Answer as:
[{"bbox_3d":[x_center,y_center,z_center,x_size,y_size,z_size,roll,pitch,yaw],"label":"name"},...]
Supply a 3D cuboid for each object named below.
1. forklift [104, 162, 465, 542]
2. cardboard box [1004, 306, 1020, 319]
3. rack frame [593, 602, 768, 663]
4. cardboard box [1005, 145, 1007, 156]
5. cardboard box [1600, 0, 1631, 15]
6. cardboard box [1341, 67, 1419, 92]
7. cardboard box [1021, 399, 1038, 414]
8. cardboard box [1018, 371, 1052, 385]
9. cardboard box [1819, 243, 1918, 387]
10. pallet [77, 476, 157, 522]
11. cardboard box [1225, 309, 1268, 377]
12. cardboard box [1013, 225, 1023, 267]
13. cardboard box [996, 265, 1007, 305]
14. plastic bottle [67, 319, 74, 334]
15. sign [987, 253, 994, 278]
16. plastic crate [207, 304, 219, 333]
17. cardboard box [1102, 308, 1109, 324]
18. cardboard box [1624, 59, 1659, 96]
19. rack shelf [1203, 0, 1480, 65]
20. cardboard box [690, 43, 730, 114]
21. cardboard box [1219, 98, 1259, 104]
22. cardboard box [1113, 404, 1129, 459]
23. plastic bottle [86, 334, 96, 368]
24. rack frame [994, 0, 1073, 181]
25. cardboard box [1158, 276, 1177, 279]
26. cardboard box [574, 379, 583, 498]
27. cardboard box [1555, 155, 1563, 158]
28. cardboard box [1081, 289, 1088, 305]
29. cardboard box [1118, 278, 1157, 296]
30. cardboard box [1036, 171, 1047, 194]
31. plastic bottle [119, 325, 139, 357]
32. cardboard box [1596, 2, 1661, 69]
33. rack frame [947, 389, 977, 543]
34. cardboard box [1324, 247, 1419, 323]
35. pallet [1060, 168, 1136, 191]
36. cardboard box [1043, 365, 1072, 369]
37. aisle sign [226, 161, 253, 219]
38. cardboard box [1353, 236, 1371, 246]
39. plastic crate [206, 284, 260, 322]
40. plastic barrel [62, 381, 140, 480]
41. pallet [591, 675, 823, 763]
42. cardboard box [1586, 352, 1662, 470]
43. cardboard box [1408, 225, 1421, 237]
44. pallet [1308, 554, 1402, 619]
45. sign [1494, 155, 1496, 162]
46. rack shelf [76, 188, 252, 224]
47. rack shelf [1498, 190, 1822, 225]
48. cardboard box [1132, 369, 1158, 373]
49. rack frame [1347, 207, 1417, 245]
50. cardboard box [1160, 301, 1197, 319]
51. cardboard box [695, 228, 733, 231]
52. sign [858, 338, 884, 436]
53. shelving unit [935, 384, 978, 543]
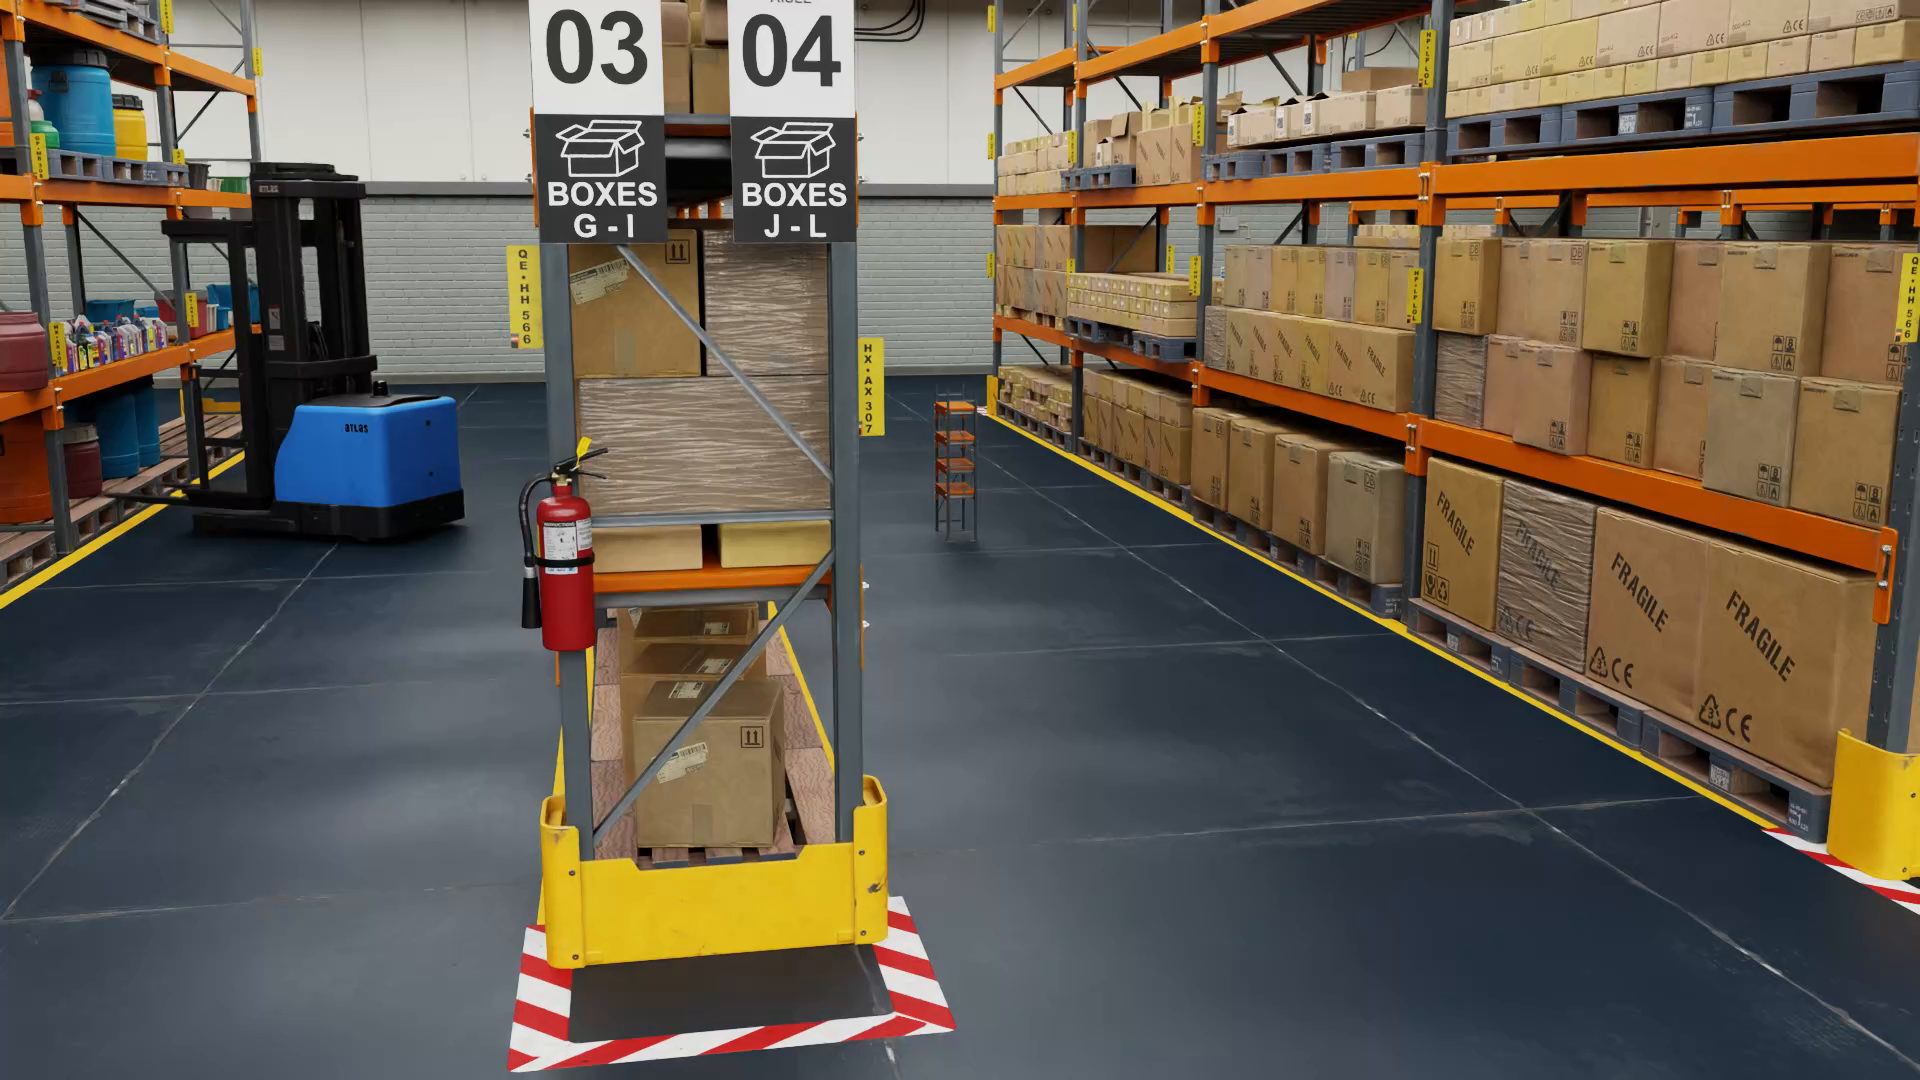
[{"bbox_3d":[-5.676,-1.566,13.587,3.031,2.935,1.130,4,11,19],"label":"forklift"},{"bbox_3d":[0.769,-2.870,20.926,0.380,0.149,0.250,-2,11,-13],"label":"cardboard box"},{"bbox_3d":[-1.613,-0.799,9.370,1.000,3.000,0.127,-2,11,-11],"label":"rack frame"},{"bbox_3d":[0.777,-4.935,21.078,0.380,0.149,0.250,-2,11,-11],"label":"cardboard box"},{"bbox_3d":[3.305,-2.600,7.959,0.380,0.149,0.250,-2,11,-11],"label":"cardboard box"},{"bbox_3d":[3.106,-3.164,12.115,0.500,0.500,0.500,-2,11,-11],"label":"cardboard box"},{"bbox_3d":[0.960,-1.626,20.219,0.380,0.149,0.250,-3,11,-14],"label":"cardboard box"},{"bbox_3d":[0.931,-2.011,20.653,0.380,0.149,0.250,-3,11,-14],"label":"cardboard box"},{"bbox_3d":[4.015,-0.900,6.616,0.875,0.550,0.550,-2,11,-11],"label":"cardboard box"},{"bbox_3d":[-7.678,-0.349,14.464,1.003,0.211,1.213,-2,11,-11],"label":"pallet"},{"bbox_3d":[2.418,-1.558,13.092,0.500,0.500,0.500,-2,11,-12],"label":"cardboard box"},{"bbox_3d":[0.948,-3.567,20.179,0.500,0.500,0.500,-2,11,-12],"label":"cardboard box"},{"bbox_3d":[0.754,-3.264,21.261,0.500,0.500,0.500,-2,11,-8],"label":"cardboard box"},{"bbox_3d":[-8.349,-1.921,15.580,0.061,0.283,0.133,-2,11,-11],"label":"plastic bottle"},{"bbox_3d":[0.405,-3.567,21.599,0.100,0.325,0.005,-2,11,-11],"label":"sign"},{"bbox_3d":[-8.144,-2.344,17.645,0.437,0.282,0.530,-2,11,-11],"label":"plastic crate"},{"bbox_3d":[1.600,-2.182,16.189,0.380,0.149,0.250,-2,11,-12],"label":"cardboard box"},{"bbox_3d":[3.356,-2.161,7.786,0.380,0.149,0.250,-2,11,-10],"label":"cardboard box"},{"bbox_3d":[2.883,-3.725,11.691,1.077,0.370,4.000,-2,11,-11],"label":"rack shelf"},{"bbox_3d":[-0.676,-1.563,5.763,0.500,0.250,0.500,-2,11,-9],"label":"cardboard box"},{"bbox_3d":[2.497,-3.817,14.891,0.396,0.266,0.258,-2,11,-11],"label":"cardboard box"},{"bbox_3d":[1.819,-1.068,16.349,0.500,0.500,0.500,-2,11,-10],"label":"cardboard box"},{"bbox_3d":[-7.173,-1.554,13.683,0.097,0.271,0.097,0,11,0],"label":"plastic bottle"},{"bbox_3d":[0.938,-6.108,21.223,1.000,3.000,0.127,-2,11,-11],"label":"rack frame"},{"bbox_3d":[2.182,-2.546,16.510,0.380,0.149,0.250,-2,11,-13],"label":"cardboard box"},{"bbox_3d":[-1.130,-0.449,6.473,0.875,0.500,0.500,-2,11,-11],"label":"cardboard box"},{"bbox_3d":[6.454,-3.947,17.388,0.380,0.166,0.250,-3,11,-15],"label":"cardboard box"},{"bbox_3d":[1.444,-2.473,16.920,0.380,0.149,0.250,-2,11,-10],"label":"cardboard box"},{"bbox_3d":[1.699,-2.380,15.635,0.380,0.149,0.250,-2,11,-8],"label":"cardboard box"},{"bbox_3d":[1.170,-4.093,19.057,0.500,0.250,0.500,-2,11,-12],"label":"cardboard box"},{"bbox_3d":[-7.439,-1.780,14.859,0.152,0.276,0.135,-2,11,-11],"label":"plastic bottle"},{"bbox_3d":[3.389,-2.384,7.893,0.500,0.250,0.500,-2,11,-10],"label":"cardboard box"},{"bbox_3d":[0.015,-0.575,13.009,0.240,1.200,0.015,-2,11,-11],"label":"rack frame"},{"bbox_3d":[2.969,-1.779,11.577,0.700,0.500,0.500,-2,11,-11],"label":"cardboard box"},{"bbox_3d":[1.731,-3.692,17.051,1.213,0.211,1.003,-2,11,-11],"label":"pallet"},{"bbox_3d":[1.289,-2.172,21.494,0.380,0.149,0.250,-2,11,-10],"label":"cardboard box"},{"bbox_3d":[-8.532,-4.120,19.869,0.394,0.787,0.004,-2,11,-11],"label":"aisle sign"},{"bbox_3d":[5.587,-3.802,22.207,0.500,0.500,0.500,-2,11,-12],"label":"cardboard box"},{"bbox_3d":[-8.557,-2.812,19.691,0.616,0.435,0.499,-2,11,-11],"label":"plastic crate"},{"bbox_3d":[-7.801,-1.031,15.080,0.600,0.901,0.708,-2,11,-11],"label":"plastic barrel"},{"bbox_3d":[-1.207,0.917,7.813,1.003,0.211,1.213,-2,11,-11],"label":"pallet"},{"bbox_3d":[3.675,-0.670,8.293,0.875,0.550,0.500,-2,11,-11],"label":"cardboard box"},{"bbox_3d":[5.831,-3.858,20.766,0.380,0.149,0.250,-2,11,-12],"label":"cardboard box"},{"bbox_3d":[3.048,0.271,11.210,1.003,0.211,1.213,-2,11,-11],"label":"pallet"},{"bbox_3d":[6.007,-4.372,18.529,0.100,0.325,0.005,-2,11,-11],"label":"sign"},{"bbox_3d":[-8.417,-3.573,17.847,1.077,0.370,4.000,-2,11,-11],"label":"rack shelf"},{"bbox_3d":[6.940,-3.380,16.832,1.077,0.370,4.000,-2,11,-11],"label":"rack shelf"},{"bbox_3d":[2.108,-1.647,17.384,0.500,0.250,0.500,-2,11,-13],"label":"cardboard box"},{"bbox_3d":[5.773,-3.360,22.827,1.000,3.000,0.127,-2,11,-11],"label":"rack frame"},{"bbox_3d":[1.951,-1.997,14.420,0.380,0.149,0.250,-2,11,-10],"label":"cardboard box"},{"bbox_3d":[-0.765,-0.954,6.450,0.500,0.500,0.500,-2,11,-11],"label":"cardboard box"},{"bbox_3d":[-0.303,-0.510,5.539,0.100,0.325,0.005,-2,11,-11],"label":"sign"},{"bbox_3d":[-0.032,-0.620,13.244,0.258,1.200,0.503,-2,11,-11],"label":"shelving unit"}]
